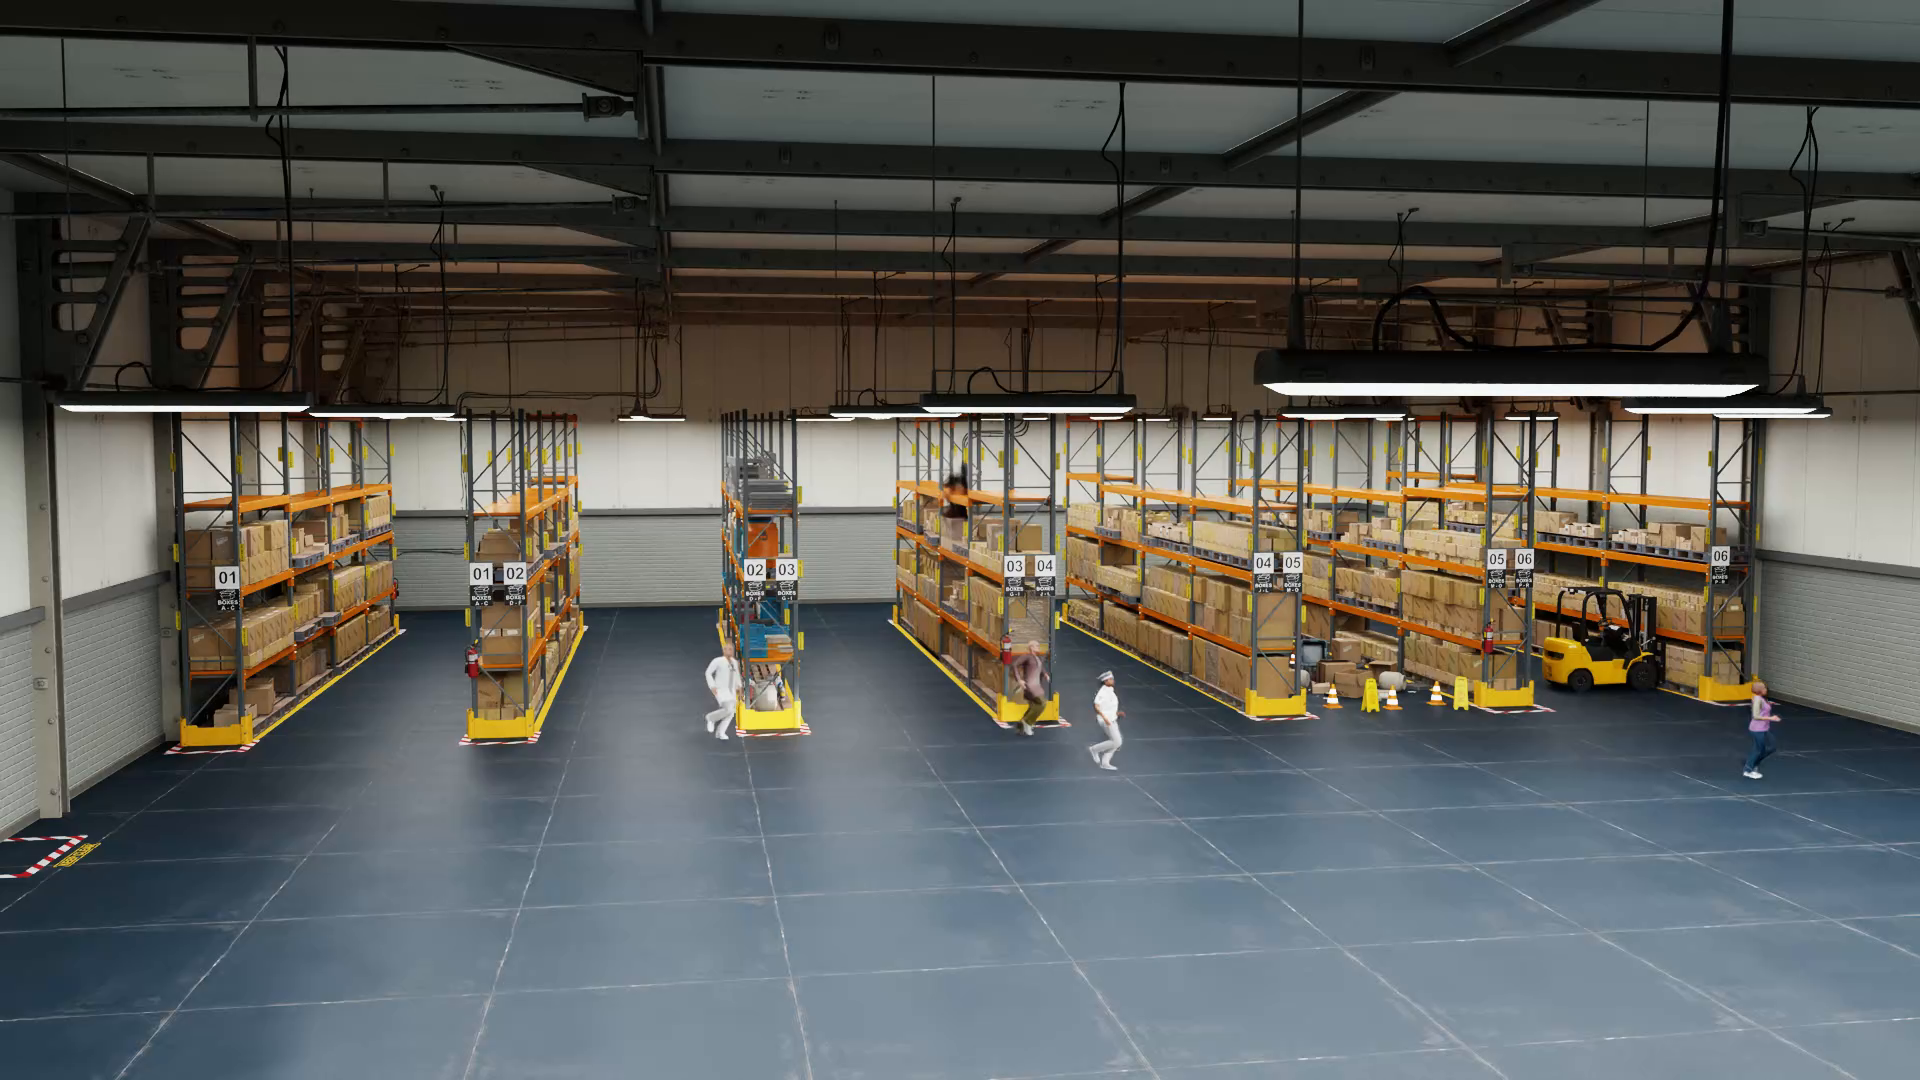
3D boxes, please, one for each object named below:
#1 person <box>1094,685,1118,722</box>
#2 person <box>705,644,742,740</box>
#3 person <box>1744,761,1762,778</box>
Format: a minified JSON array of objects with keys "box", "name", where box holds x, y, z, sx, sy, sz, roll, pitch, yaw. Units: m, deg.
[{"box":[2.438,2.692,27.518,0.337,0.581,0.539,1,4,18],"name":"person"},{"box":[-4.261,2.754,30.365,0.580,1.696,0.738,3,5,38],"name":"person"},{"box":[12.849,3.690,26.920,0.272,0.285,0.192,3,5,36],"name":"person"}]
